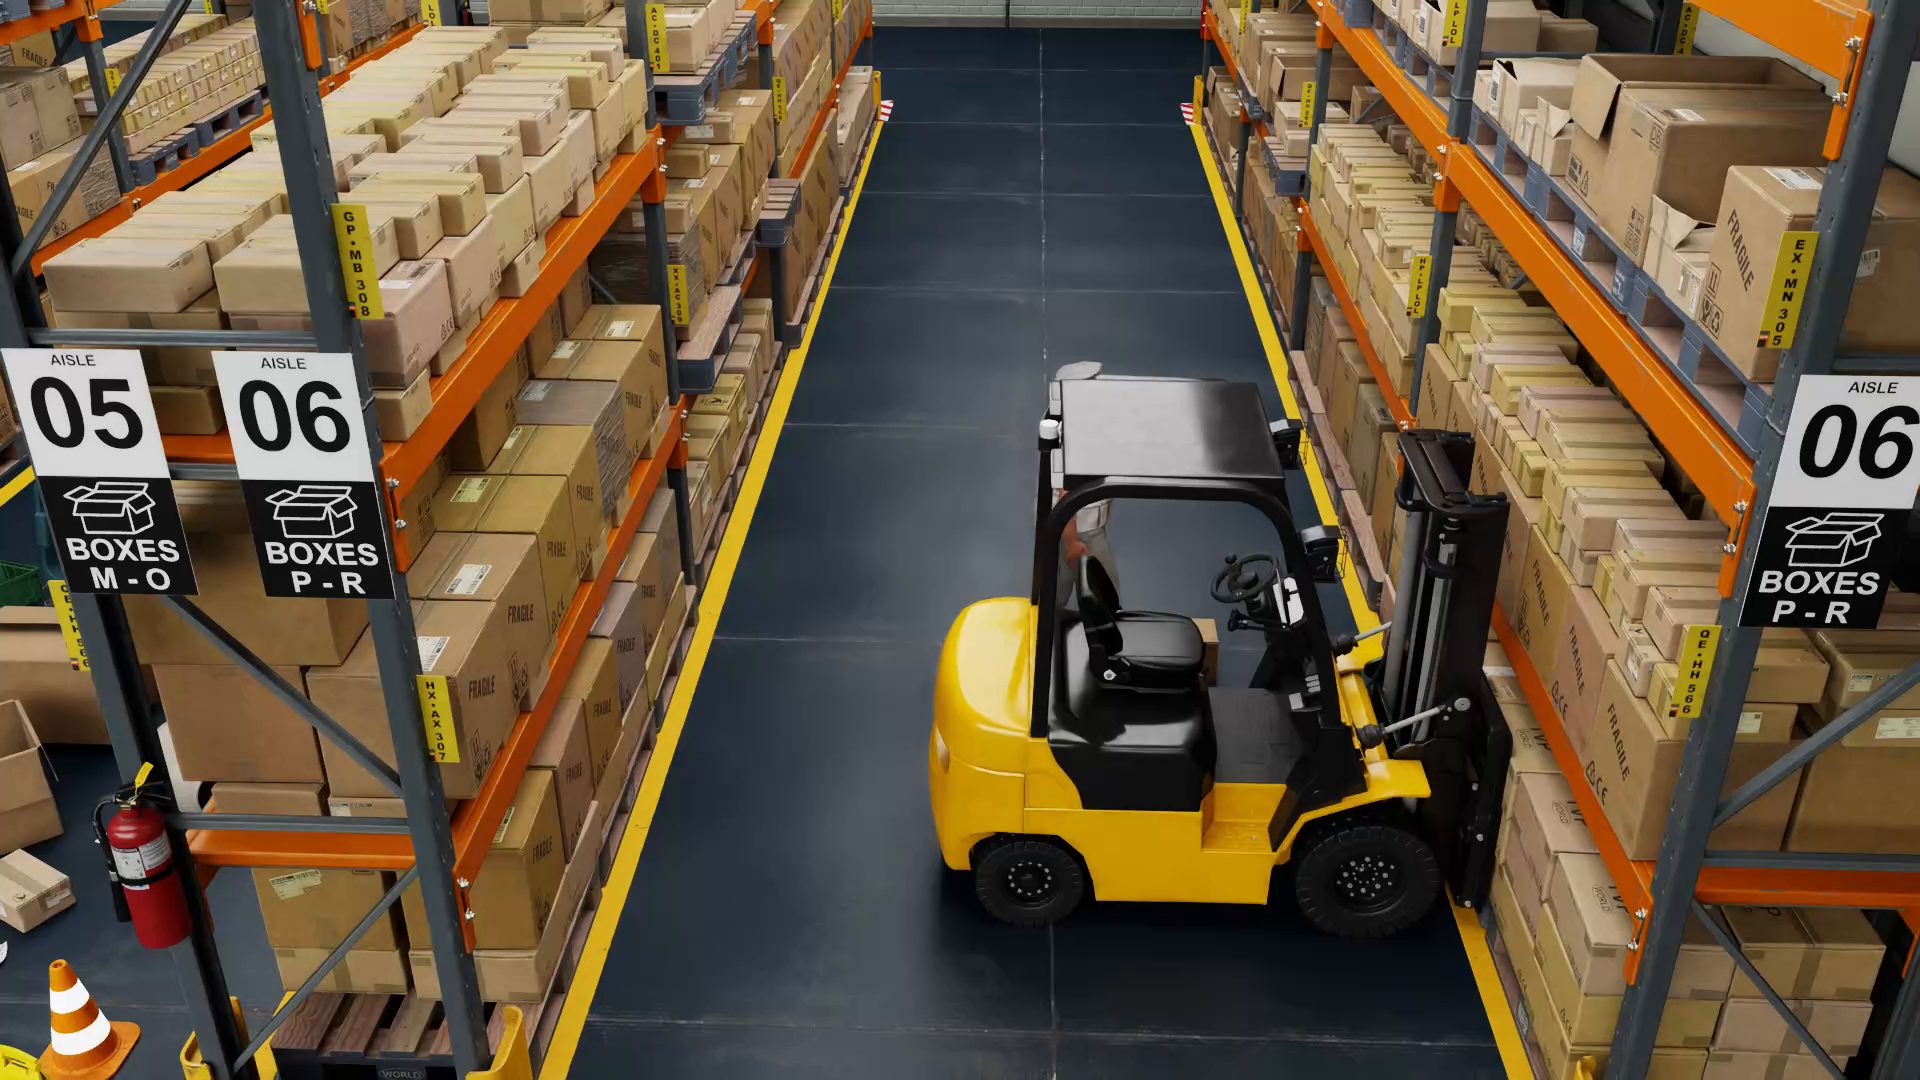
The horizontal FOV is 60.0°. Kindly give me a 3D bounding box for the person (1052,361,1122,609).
[{"bbox_3d":[0.752,-0.119,8.817,0.736,1.742,0.562,-1,28,-2],"label":"person"}]
